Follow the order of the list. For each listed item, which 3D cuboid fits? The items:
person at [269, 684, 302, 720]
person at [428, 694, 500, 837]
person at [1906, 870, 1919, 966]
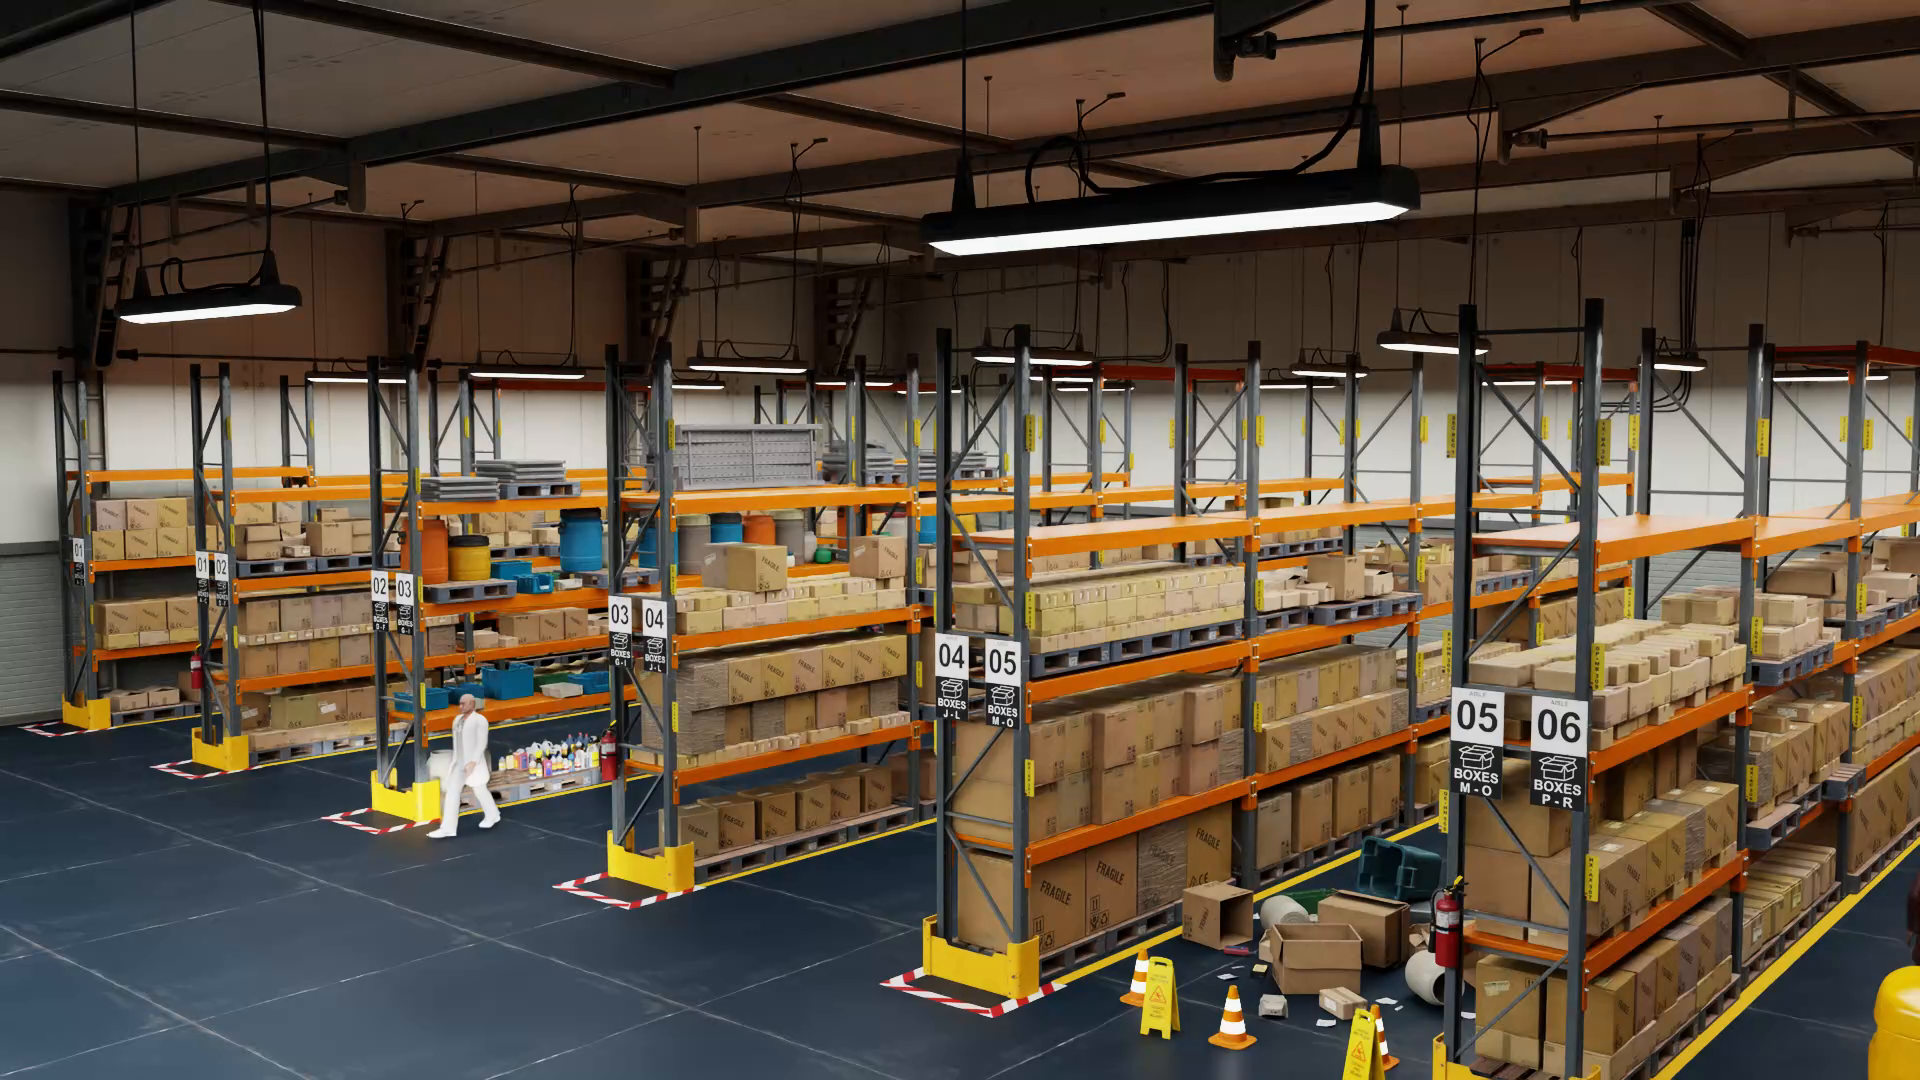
[{"bbox_3d":[-11.340,2.350,27.989,0.453,1.543,0.969,1,4,14],"label":"person"},{"bbox_3d":[-6.175,2.798,20.742,0.617,1.736,1.051,2,4,22],"label":"person"},{"bbox_3d":[8.236,3.337,13.830,0.641,1.671,0.821,3,5,40],"label":"person"}]
